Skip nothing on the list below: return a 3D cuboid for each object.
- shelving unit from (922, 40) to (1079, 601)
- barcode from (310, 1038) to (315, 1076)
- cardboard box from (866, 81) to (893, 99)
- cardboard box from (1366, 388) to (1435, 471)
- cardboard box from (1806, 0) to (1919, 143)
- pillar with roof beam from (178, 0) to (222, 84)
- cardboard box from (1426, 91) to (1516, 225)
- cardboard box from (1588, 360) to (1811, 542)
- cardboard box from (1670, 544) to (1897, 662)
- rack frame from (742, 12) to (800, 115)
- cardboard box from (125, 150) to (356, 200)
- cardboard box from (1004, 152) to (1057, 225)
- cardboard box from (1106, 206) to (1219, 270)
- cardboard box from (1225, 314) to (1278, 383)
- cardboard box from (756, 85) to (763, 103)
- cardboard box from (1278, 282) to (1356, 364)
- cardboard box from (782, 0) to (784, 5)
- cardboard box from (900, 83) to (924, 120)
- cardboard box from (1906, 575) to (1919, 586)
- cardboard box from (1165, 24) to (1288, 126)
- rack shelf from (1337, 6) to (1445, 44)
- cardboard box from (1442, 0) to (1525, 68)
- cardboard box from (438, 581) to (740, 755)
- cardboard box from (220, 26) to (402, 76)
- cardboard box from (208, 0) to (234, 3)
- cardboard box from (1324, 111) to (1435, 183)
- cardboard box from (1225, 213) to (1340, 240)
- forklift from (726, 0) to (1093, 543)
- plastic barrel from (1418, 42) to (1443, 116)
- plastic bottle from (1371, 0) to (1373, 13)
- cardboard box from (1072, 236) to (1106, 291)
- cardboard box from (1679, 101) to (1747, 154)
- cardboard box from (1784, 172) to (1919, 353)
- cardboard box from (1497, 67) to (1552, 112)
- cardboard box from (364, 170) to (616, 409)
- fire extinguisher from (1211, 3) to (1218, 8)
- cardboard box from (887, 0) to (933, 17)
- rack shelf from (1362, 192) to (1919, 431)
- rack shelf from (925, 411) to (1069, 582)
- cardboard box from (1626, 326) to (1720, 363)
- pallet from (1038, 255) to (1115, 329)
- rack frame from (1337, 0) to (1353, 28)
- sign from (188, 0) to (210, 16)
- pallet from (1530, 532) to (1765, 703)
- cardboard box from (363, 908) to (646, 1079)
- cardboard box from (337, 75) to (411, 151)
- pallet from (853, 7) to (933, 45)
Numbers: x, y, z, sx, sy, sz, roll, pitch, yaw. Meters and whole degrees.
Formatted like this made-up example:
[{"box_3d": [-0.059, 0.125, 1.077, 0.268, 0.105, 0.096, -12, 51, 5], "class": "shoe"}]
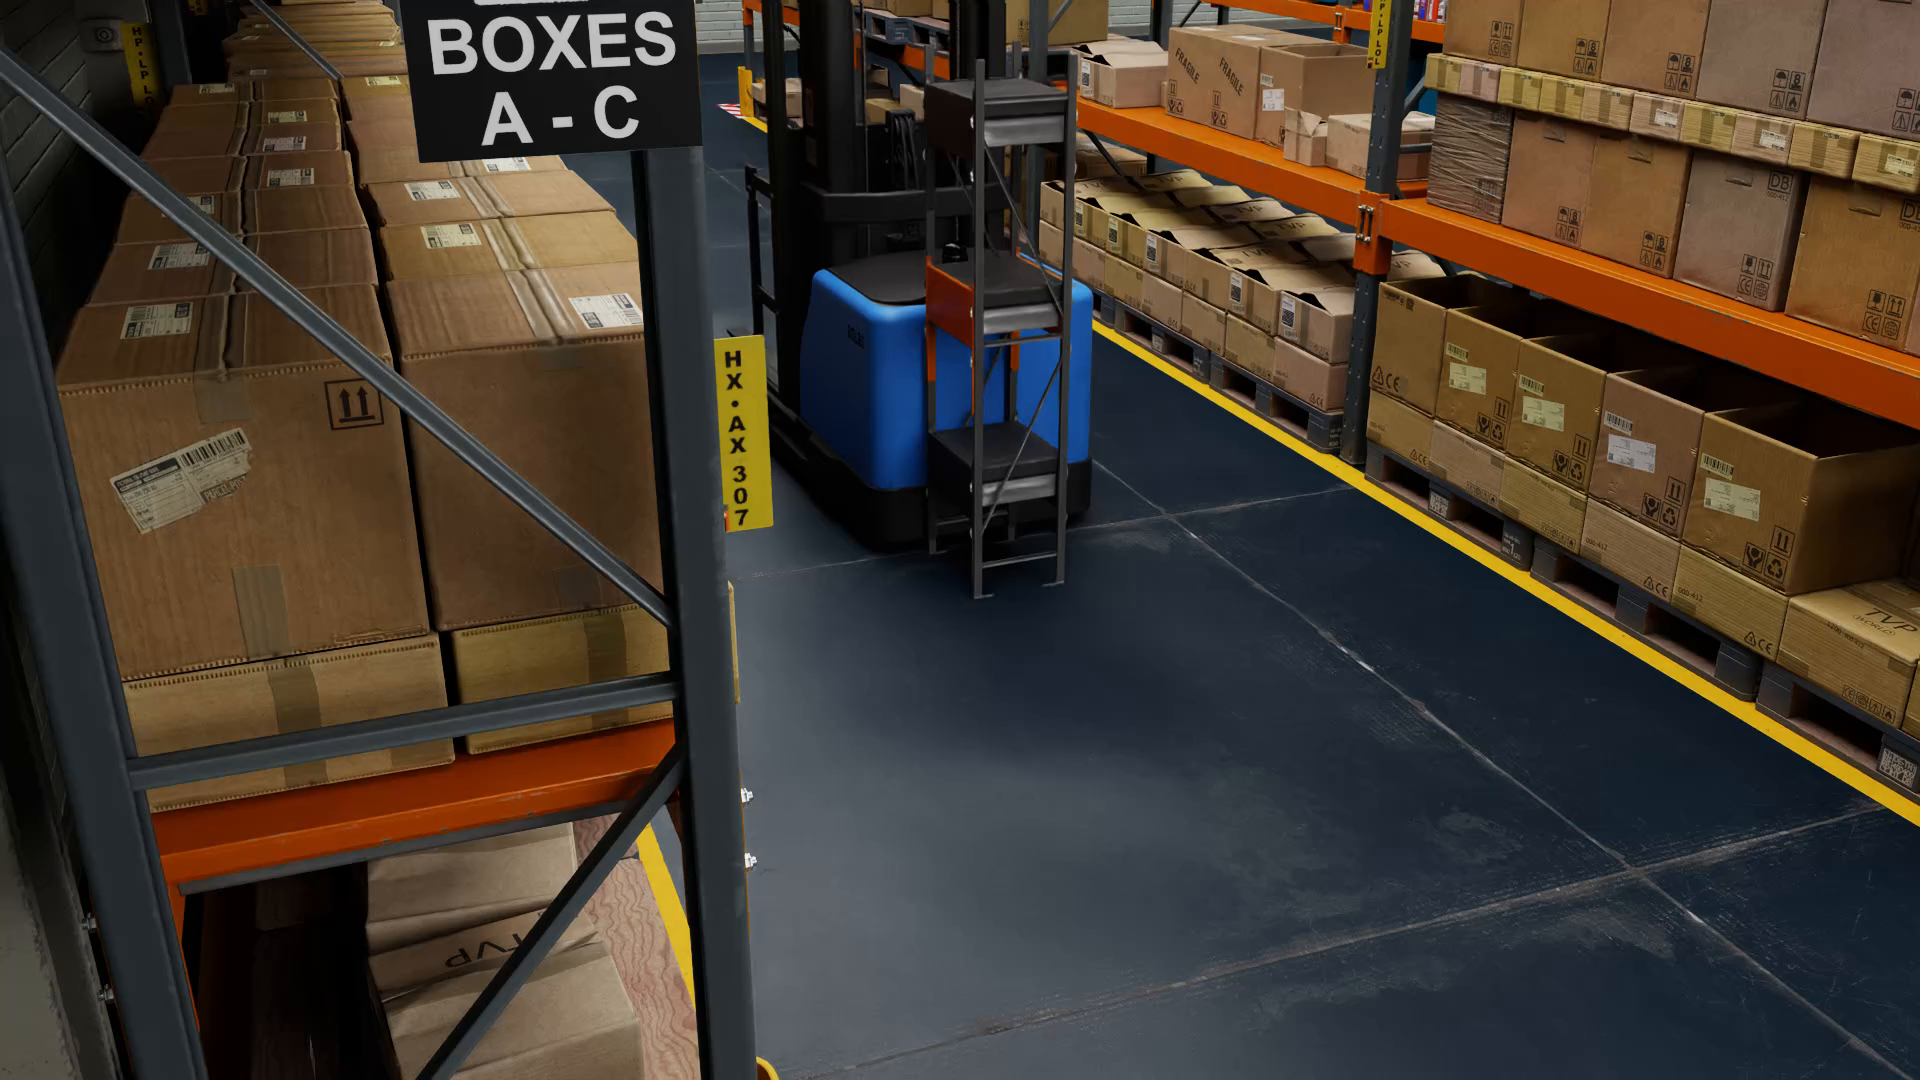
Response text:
[{"box_3d": [0.145, -0.844, 6.549, 0.431, 2.100, 0.503, -9, 25, -21], "class": "shelving unit"}, {"box_3d": [-1.404, 1.123, 3.607, 0.001, 0.075, 0.075, -8, 24, -19], "class": "barcode"}, {"box_3d": [-0.936, -3.954, 15.420, 0.500, 0.500, 0.500, -8, 24, -19], "class": "cardboard box"}, {"box_3d": [2.237, -0.544, 7.679, 0.500, 0.250, 0.500, -8, 24, -19], "class": "cardboard box"}, {"box_3d": [3.228, -1.582, 5.343, 0.700, 0.500, 0.500, -8, 24, -19], "class": "cardboard box"}, {"box_3d": [-2.132, -7.545, 13.564, 9.100, 9.000, 0.400, -8, 24, -19], "class": "pillar with roof beam"}, {"box_3d": [2.519, -1.714, 7.325, 0.700, 0.500, 0.500, -9, 24, -20], "class": "cardboard box"}, {"box_3d": [2.759, -0.344, 6.238, 0.500, 0.500, 0.500, -8, 24, -19], "class": "cardboard box"}, {"box_3d": [2.938, 0.183, 5.953, 0.500, 0.250, 0.500, -8, 24, -19], "class": "cardboard box"}, {"box_3d": [-1.883, -6.188, 18.070, 1.000, 3.000, 0.127, -8, 24, -19], "class": "rack frame"}, {"box_3d": [-1.762, -0.676, 4.193, 0.500, 0.500, 0.500, -8, 24, -18], "class": "cardboard box"}, {"box_3d": [0.393, -2.640, 12.303, 0.500, 0.500, 0.500, -7, 24, -17], "class": "cardboard box"}, {"box_3d": [1.225, -1.860, 10.079, 0.500, 0.311, 0.500, -9, 24, -20], "class": "cardboard box"}, {"box_3d": [1.762, -1.049, 8.877, 0.500, 0.250, 0.500, -9, 24, -20], "class": "cardboard box"}, {"box_3d": [-1.968, -4.795, 17.846, 0.380, 0.166, 0.250, -8, 24, -19], "class": "cardboard box"}, {"box_3d": [1.945, -1.121, 8.324, 0.500, 0.311, 0.500, -8, 24, -19], "class": "cardboard box"}, {"box_3d": [-1.611, -5.667, 16.705, 0.500, 0.500, 0.500, -8, 24, -19], "class": "cardboard box"}, {"box_3d": [-0.173, -3.559, 13.518, 0.500, 0.250, 0.500, -8, 24, -19], "class": "cardboard box"}, {"box_3d": [3.608, 0.292, 5.694, 0.500, 0.250, 0.500, -8, 24, -19], "class": "cardboard box"}, {"box_3d": [1.551, -2.720, 9.713, 0.500, 0.500, 0.500, -10, 25, -22], "class": "cardboard box"}, {"box_3d": [4.872, -4.355, 14.646, 1.077, 0.370, 4.000, -8, 24, -19], "class": "rack shelf"}, {"box_3d": [2.519, -2.311, 7.073, 0.700, 0.500, 0.500, -8, 24, -19], "class": "cardboard box"}, {"box_3d": [-0.739, 0.145, 3.210, 0.500, 0.250, 0.500, -9, 25, -21], "class": "cardboard box"}, {"box_3d": [-2.877, -2.024, 7.496, 0.700, 0.500, 0.500, -5, 23, -12], "class": "cardboard box"}, {"box_3d": [-4.092, -3.267, 9.637, 0.500, 0.250, 0.500, -8, 24, -18], "class": "cardboard box"}, {"box_3d": [2.142, -1.932, 8.164, 0.500, 0.250, 0.500, -7, 24, -16], "class": "cardboard box"}, {"box_3d": [1.899, -1.756, 9.831, 0.500, 0.311, 0.500, -8, 24, -18], "class": "cardboard box"}, {"box_3d": [-0.451, -1.880, 7.936, 1.130, 2.935, 3.031, -9, 25, -21], "class": "forklift"}, {"box_3d": [4.592, -4.182, 15.472, 0.600, 0.901, 0.708, -8, 24, -19], "class": "plastic barrel"}, {"box_3d": [3.943, -5.119, 15.683, 0.061, 0.283, 0.133, -8, 24, -19], "class": "plastic bottle"}, {"box_3d": [1.032, -1.795, 10.646, 0.500, 0.250, 0.500, -9, 24, -20], "class": "cardboard box"}, {"box_3d": [2.821, -1.486, 5.951, 0.380, 0.149, 0.250, -9, 24, -19], "class": "cardboard box"}, {"box_3d": [3.257, -0.963, 5.545, 0.700, 0.500, 0.500, -8, 24, -19], "class": "cardboard box"}, {"box_3d": [2.452, -1.864, 6.846, 0.380, 0.149, 0.250, -9, 24, -20], "class": "cardboard box"}, {"box_3d": [-1.093, -0.563, 3.927, 0.500, 0.500, 0.500, -9, 25, -21], "class": "cardboard box"}, {"box_3d": [3.124, -6.776, 20.045, 0.296, 0.674, 0.183, -8, 24, -19], "class": "fire extinguisher"}, {"box_3d": [-0.209, -4.530, 13.467, 0.700, 0.500, 0.500, -5, 23, -11], "class": "cardboard box"}, {"box_3d": [3.063, -0.770, 6.140, 1.077, 0.370, 4.000, -8, 24, -19], "class": "rack shelf"}, {"box_3d": [0.145, -0.187, 6.826, 0.431, 0.518, 0.480, -9, 25, -21], "class": "rack shelf"}, {"box_3d": [3.071, -0.597, 6.838, 0.500, 0.500, 0.500, -8, 24, -19], "class": "cardboard box"}, {"box_3d": [1.198, -1.692, 10.992, 1.003, 0.211, 1.213, -8, 24, -19], "class": "pallet"}, {"box_3d": [4.166, -5.413, 16.231, 1.000, 3.000, 0.127, -8, 24, -19], "class": "rack frame"}, {"box_3d": [-4.208, -3.057, 9.149, 0.100, 0.325, 0.005, -8, 24, -19], "class": "sign"}, {"box_3d": [3.033, 0.196, 6.514, 1.003, 0.211, 1.213, -8, 24, -19], "class": "pallet"}, {"box_3d": [-1.024, 1.079, 3.723, 0.500, 0.311, 0.500, -11, 25, -25], "class": "cardboard box"}, {"box_3d": [-1.820, -1.303, 5.682, 0.500, 0.500, 0.500, -8, 24, -19], "class": "cardboard box"}, {"box_3d": [-0.289, -4.341, 13.934, 1.003, 0.211, 1.213, -8, 24, -19], "class": "pallet"}]
